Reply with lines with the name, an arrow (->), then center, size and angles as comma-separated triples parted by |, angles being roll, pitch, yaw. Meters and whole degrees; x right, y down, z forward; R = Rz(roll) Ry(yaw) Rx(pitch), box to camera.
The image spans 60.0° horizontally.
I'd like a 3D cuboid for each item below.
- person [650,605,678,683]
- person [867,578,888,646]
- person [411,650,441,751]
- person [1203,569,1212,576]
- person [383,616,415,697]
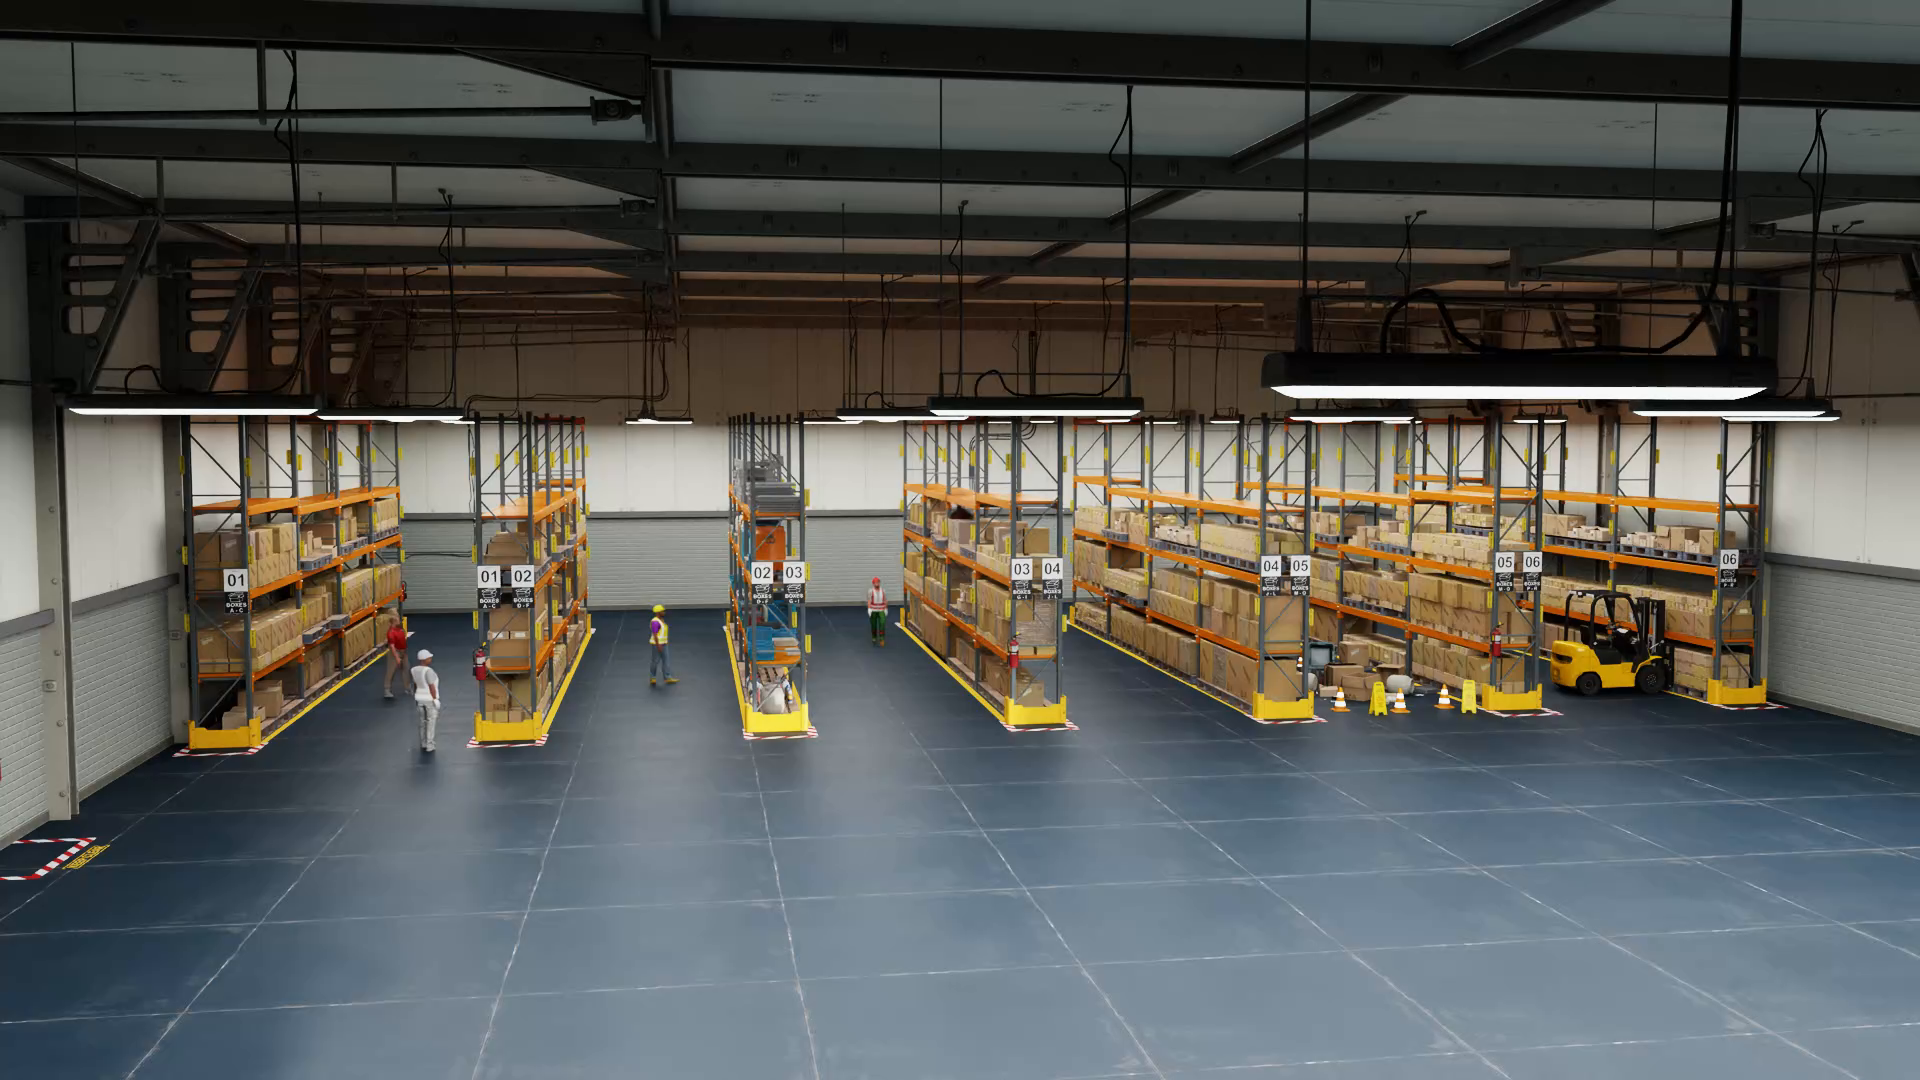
person -> -6.671, 2.330, 37.092 | 0.614, 1.766, 0.614 | 2, 4, 26
person -> -2.157, 1.864, 43.686 | 0.566, 1.746, 0.994 | -1, 4, -9
person -> -9.436, 2.826, 29.564 | 0.569, 1.782, 0.584 | 1, 4, 19
person -> 7.427, 1.444, 50.311 | 0.444, 1.692, 0.493 | -1, 4, -11
person -> -11.937, 2.478, 35.382 | 0.545, 1.761, 0.709 | 1, 4, 13
